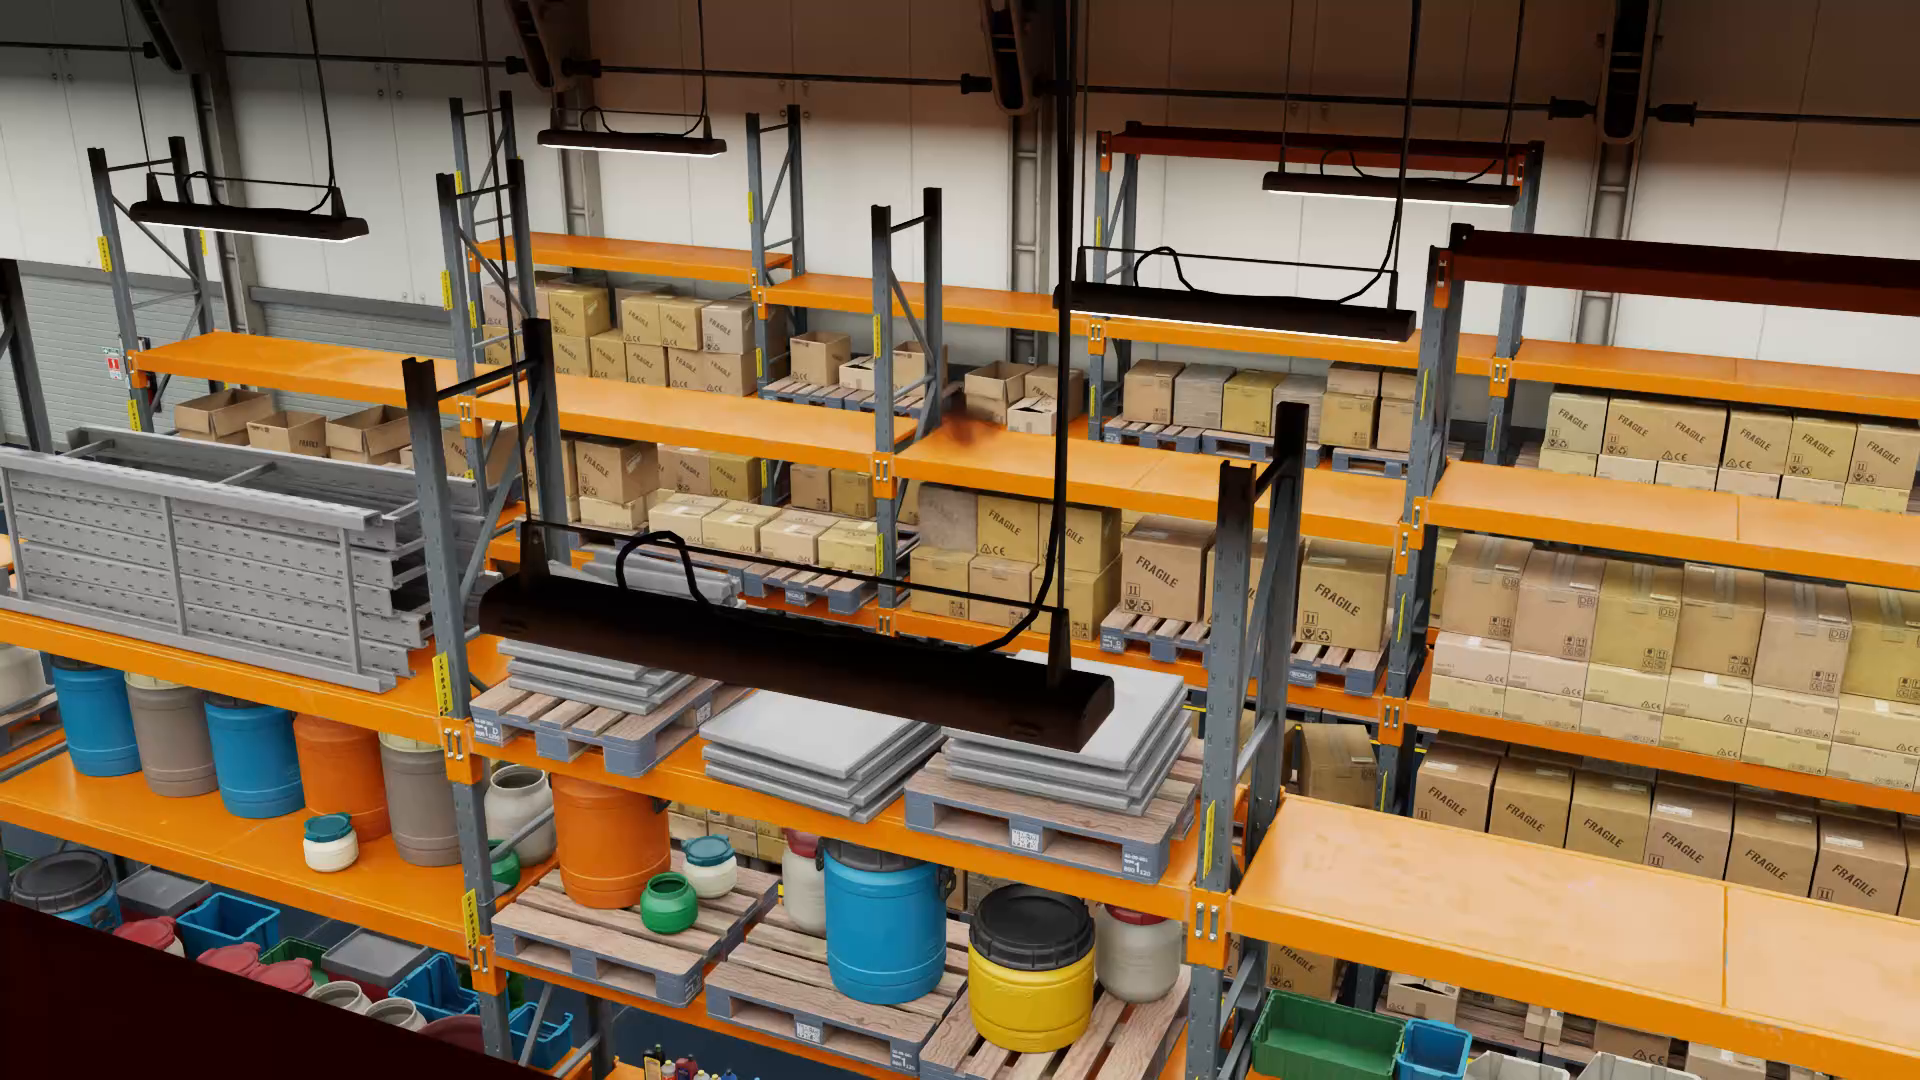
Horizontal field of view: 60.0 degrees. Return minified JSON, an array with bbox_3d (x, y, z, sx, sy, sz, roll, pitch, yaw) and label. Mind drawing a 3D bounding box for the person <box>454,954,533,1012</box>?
[{"bbox_3d":[-3.404,3.055,12.010,0.719,1.818,0.373,7,22,19],"label":"person"}]
